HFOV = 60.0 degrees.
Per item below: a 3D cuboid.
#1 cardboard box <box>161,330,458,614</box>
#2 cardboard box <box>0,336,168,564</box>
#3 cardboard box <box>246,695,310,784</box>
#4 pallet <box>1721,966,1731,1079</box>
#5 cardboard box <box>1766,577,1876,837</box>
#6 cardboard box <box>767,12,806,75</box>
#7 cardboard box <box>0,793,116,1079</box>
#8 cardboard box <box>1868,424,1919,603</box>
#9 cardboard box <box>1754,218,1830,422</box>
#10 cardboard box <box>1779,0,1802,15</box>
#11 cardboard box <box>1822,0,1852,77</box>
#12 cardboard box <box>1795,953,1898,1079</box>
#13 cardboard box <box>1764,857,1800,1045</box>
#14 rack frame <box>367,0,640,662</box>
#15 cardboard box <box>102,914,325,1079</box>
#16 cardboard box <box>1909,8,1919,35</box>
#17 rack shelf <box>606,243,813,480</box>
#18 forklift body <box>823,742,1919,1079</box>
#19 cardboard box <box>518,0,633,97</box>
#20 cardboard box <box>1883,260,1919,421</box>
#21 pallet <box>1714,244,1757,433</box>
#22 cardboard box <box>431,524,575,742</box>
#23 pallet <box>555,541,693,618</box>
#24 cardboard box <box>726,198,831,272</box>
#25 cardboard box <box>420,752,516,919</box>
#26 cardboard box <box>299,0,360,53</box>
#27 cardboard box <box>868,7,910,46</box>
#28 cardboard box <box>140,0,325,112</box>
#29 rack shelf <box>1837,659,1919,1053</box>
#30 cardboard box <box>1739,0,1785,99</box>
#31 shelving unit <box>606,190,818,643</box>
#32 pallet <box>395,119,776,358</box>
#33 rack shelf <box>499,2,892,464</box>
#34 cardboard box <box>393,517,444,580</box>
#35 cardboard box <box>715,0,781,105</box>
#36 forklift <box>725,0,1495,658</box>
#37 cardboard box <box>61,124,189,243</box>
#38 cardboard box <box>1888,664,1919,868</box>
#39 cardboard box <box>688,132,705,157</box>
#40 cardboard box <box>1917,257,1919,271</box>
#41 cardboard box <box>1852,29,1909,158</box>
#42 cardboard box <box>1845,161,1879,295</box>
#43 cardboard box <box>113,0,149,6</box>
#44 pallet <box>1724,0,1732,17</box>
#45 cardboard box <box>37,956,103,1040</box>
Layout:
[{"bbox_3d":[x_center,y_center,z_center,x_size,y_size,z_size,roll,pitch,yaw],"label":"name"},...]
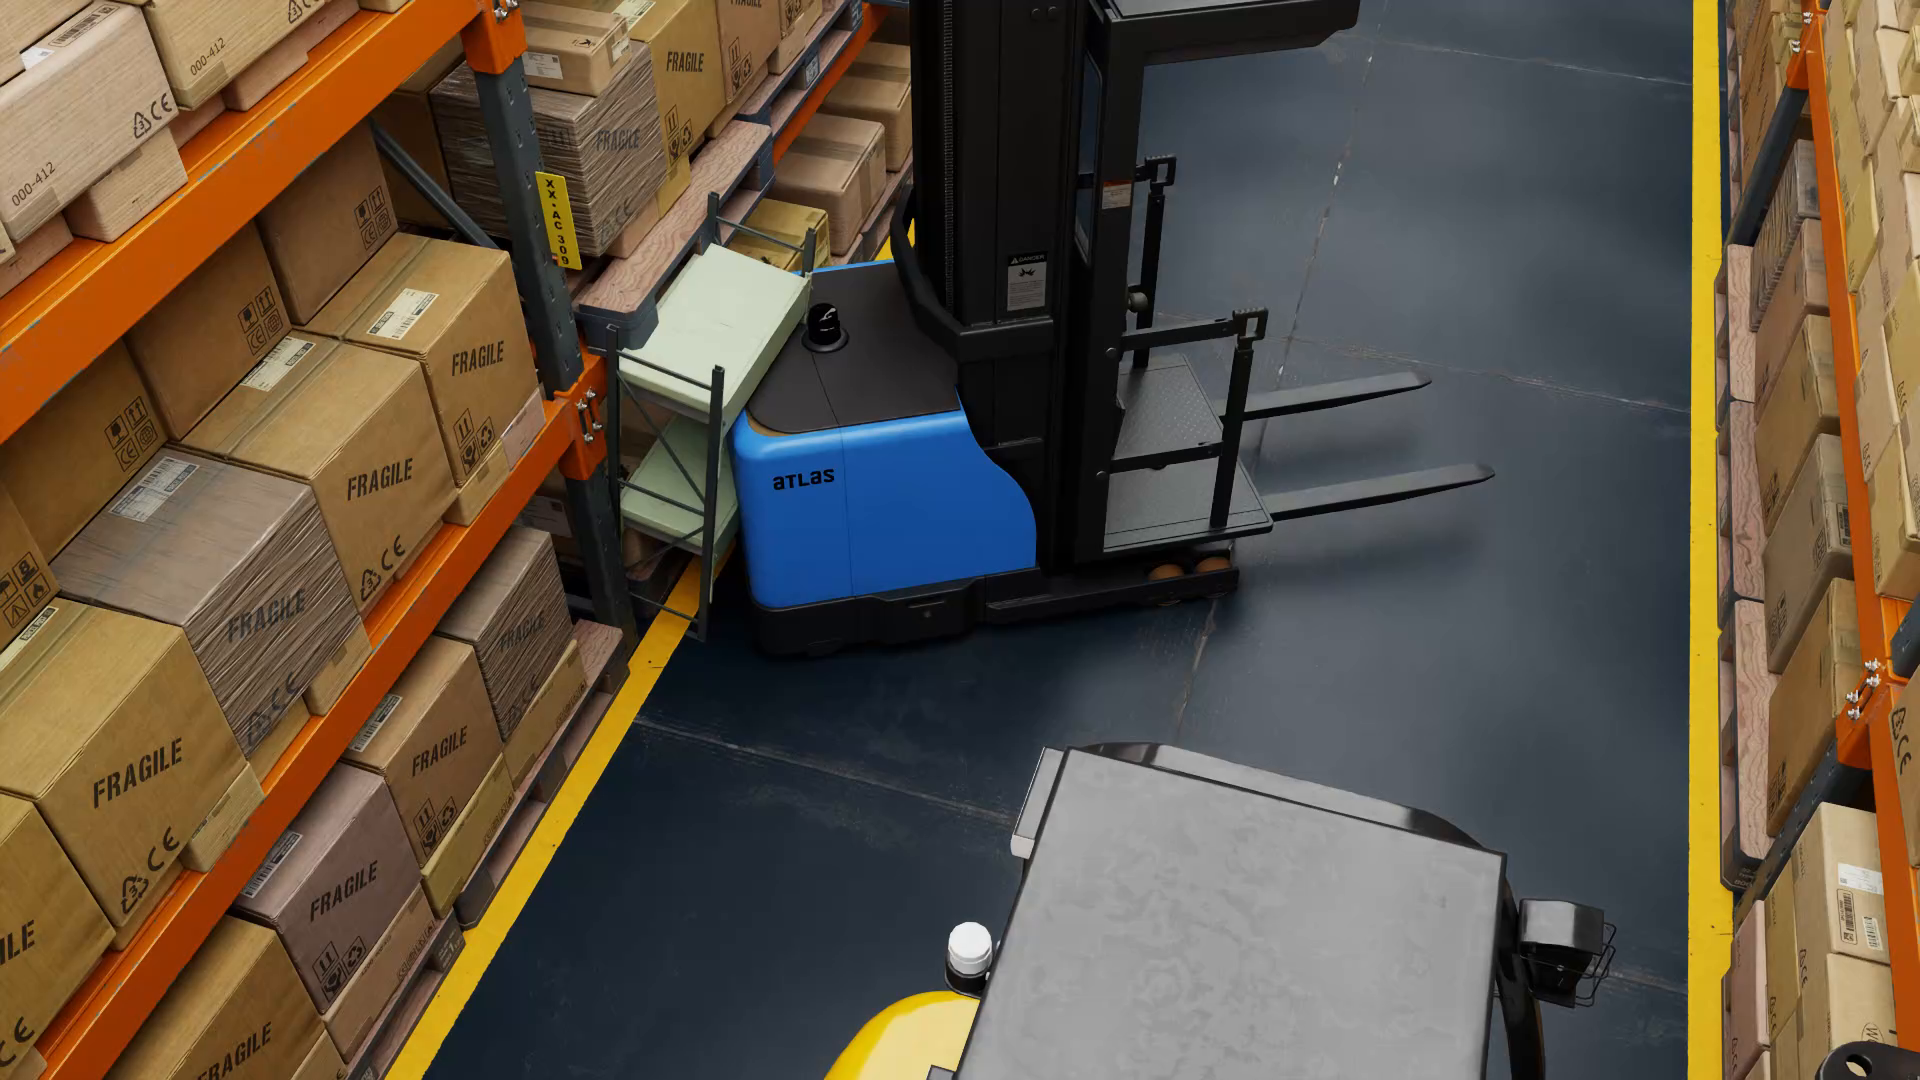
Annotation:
[{"bbox_3d":[-1.765,-0.198,4.523,0.500,0.500,0.500,14,46,14],"label":"cardboard box"},{"bbox_3d":[-2.411,-0.336,3.950,0.700,0.500,0.500,12,46,12],"label":"cardboard box"},{"bbox_3d":[-1.935,0.462,4.313,0.380,0.149,0.250,12,46,12],"label":"cardboard box"},{"bbox_3d":[2.733,1.818,4.742,1.003,0.211,1.213,13,46,13],"label":"pallet"},{"bbox_3d":[3.161,0.648,5.340,0.875,0.625,0.625,14,46,14],"label":"cardboard box"},{"bbox_3d":[-0.828,-1.974,6.502,0.380,0.149,0.250,14,46,14],"label":"cardboard box"},{"bbox_3d":[-2.214,0.832,3.471,0.500,0.500,0.500,12,46,12],"label":"cardboard box"},{"bbox_3d":[2.917,-0.038,4.751,0.500,0.250,0.500,14,46,13],"label":"cardboard box"},{"bbox_3d":[3.833,-0.818,6.839,0.875,0.625,0.625,14,46,14],"label":"cardboard box"},{"bbox_3d":[4.309,-2.592,8.278,0.380,0.149,0.250,11,45,11],"label":"cardboard box"},{"bbox_3d":[3.858,-2.069,6.827,0.500,0.250,0.500,13,46,13],"label":"cardboard box"},{"bbox_3d":[2.404,1.370,4.156,0.500,0.250,0.500,13,46,13],"label":"cardboard box"},{"bbox_3d":[2.573,1.211,4.676,0.500,0.250,0.500,12,46,12],"label":"cardboard box"},{"bbox_3d":[-1.718,-0.749,5.371,1.000,3.000,0.127,13,46,13],"label":"rack frame"},{"bbox_3d":[-2.101,1.305,4.402,0.500,0.500,0.500,13,46,13],"label":"cardboard box"},{"bbox_3d":[3.601,-1.778,5.887,0.380,0.149,0.250,13,46,13],"label":"cardboard box"},{"bbox_3d":[-0.854,-0.640,5.722,0.431,0.370,0.720,21,51,6],"label":"rack shelf"},{"bbox_3d":[0.638,1.619,3.558,2.313,2.155,1.214,13,46,13],"label":"forklift body"},{"bbox_3d":[-1.238,-1.512,5.102,0.380,0.149,0.250,12,46,12],"label":"cardboard box"},{"bbox_3d":[3.068,-0.551,4.918,0.500,0.250,0.500,11,46,11],"label":"cardboard box"},{"bbox_3d":[3.939,-0.829,7.447,1.003,0.211,1.213,13,46,13],"label":"pallet"},{"bbox_3d":[-1.641,0.267,5.462,0.500,0.500,0.500,12,46,12],"label":"cardboard box"},{"bbox_3d":[-1.483,-0.272,6.877,1.003,0.211,1.213,13,46,13],"label":"pallet"},{"bbox_3d":[-1.138,-1.254,7.465,0.950,0.372,0.625,14,46,14],"label":"cardboard box"},{"bbox_3d":[-1.792,0.892,5.360,0.500,0.250,0.500,11,46,11],"label":"cardboard box"},{"bbox_3d":[-1.683,-1.307,3.976,0.380,0.149,0.250,13,46,13],"label":"cardboard box"},{"bbox_3d":[-0.218,-3.249,9.144,0.875,0.875,0.875,12,46,12],"label":"cardboard box"},{"bbox_3d":[-1.747,-1.186,3.567,0.500,0.250,0.500,12,46,12],"label":"cardboard box"},{"bbox_3d":[2.408,1.890,3.188,1.077,0.370,4.000,13,46,13],"label":"rack shelf"},{"bbox_3d":[4.466,-2.631,8.781,0.500,0.500,0.500,14,46,14],"label":"cardboard box"},{"bbox_3d":[-0.914,-0.402,6.025,0.431,1.500,0.755,21,51,6],"label":"shelving unit"},{"bbox_3d":[-1.348,-1.159,5.927,1.003,0.211,1.213,13,46,13],"label":"pallet"},{"bbox_3d":[-1.112,-1.825,6.985,1.077,0.370,4.000,13,46,13],"label":"rack shelf"},{"bbox_3d":[-1.747,-0.055,4.842,0.380,0.149,0.250,13,46,13],"label":"cardboard box"},{"bbox_3d":[-0.988,-1.954,6.017,0.500,0.500,0.500,12,46,12],"label":"cardboard box"},{"bbox_3d":[0.609,-1.145,5.824,3.031,2.935,1.130,-9,45,-9],"label":"forklift"},{"bbox_3d":[-1.848,-0.773,3.431,0.380,0.149,0.250,14,46,14],"label":"cardboard box"},{"bbox_3d":[2.631,0.505,4.018,0.500,0.500,0.500,11,46,11],"label":"cardboard box"},{"bbox_3d":[-1.152,-1.481,5.998,0.380,0.149,0.250,15,46,15],"label":"cardboard box"},{"bbox_3d":[3.044,-0.774,4.861,0.380,0.149,0.250,11,45,11],"label":"cardboard box"},{"bbox_3d":[3.530,-1.569,5.958,0.500,0.250,0.500,11,46,11],"label":"cardboard box"},{"bbox_3d":[3.393,-1.044,5.780,0.500,0.250,0.500,14,46,14],"label":"cardboard box"},{"bbox_3d":[-1.729,-1.214,3.311,0.380,0.149,0.250,14,46,14],"label":"cardboard box"},{"bbox_3d":[5.227,-3.486,10.161,1.003,0.211,1.213,13,46,13],"label":"pallet"},{"bbox_3d":[-2.218,0.966,3.798,0.380,0.149,0.250,14,46,14],"label":"cardboard box"}]
